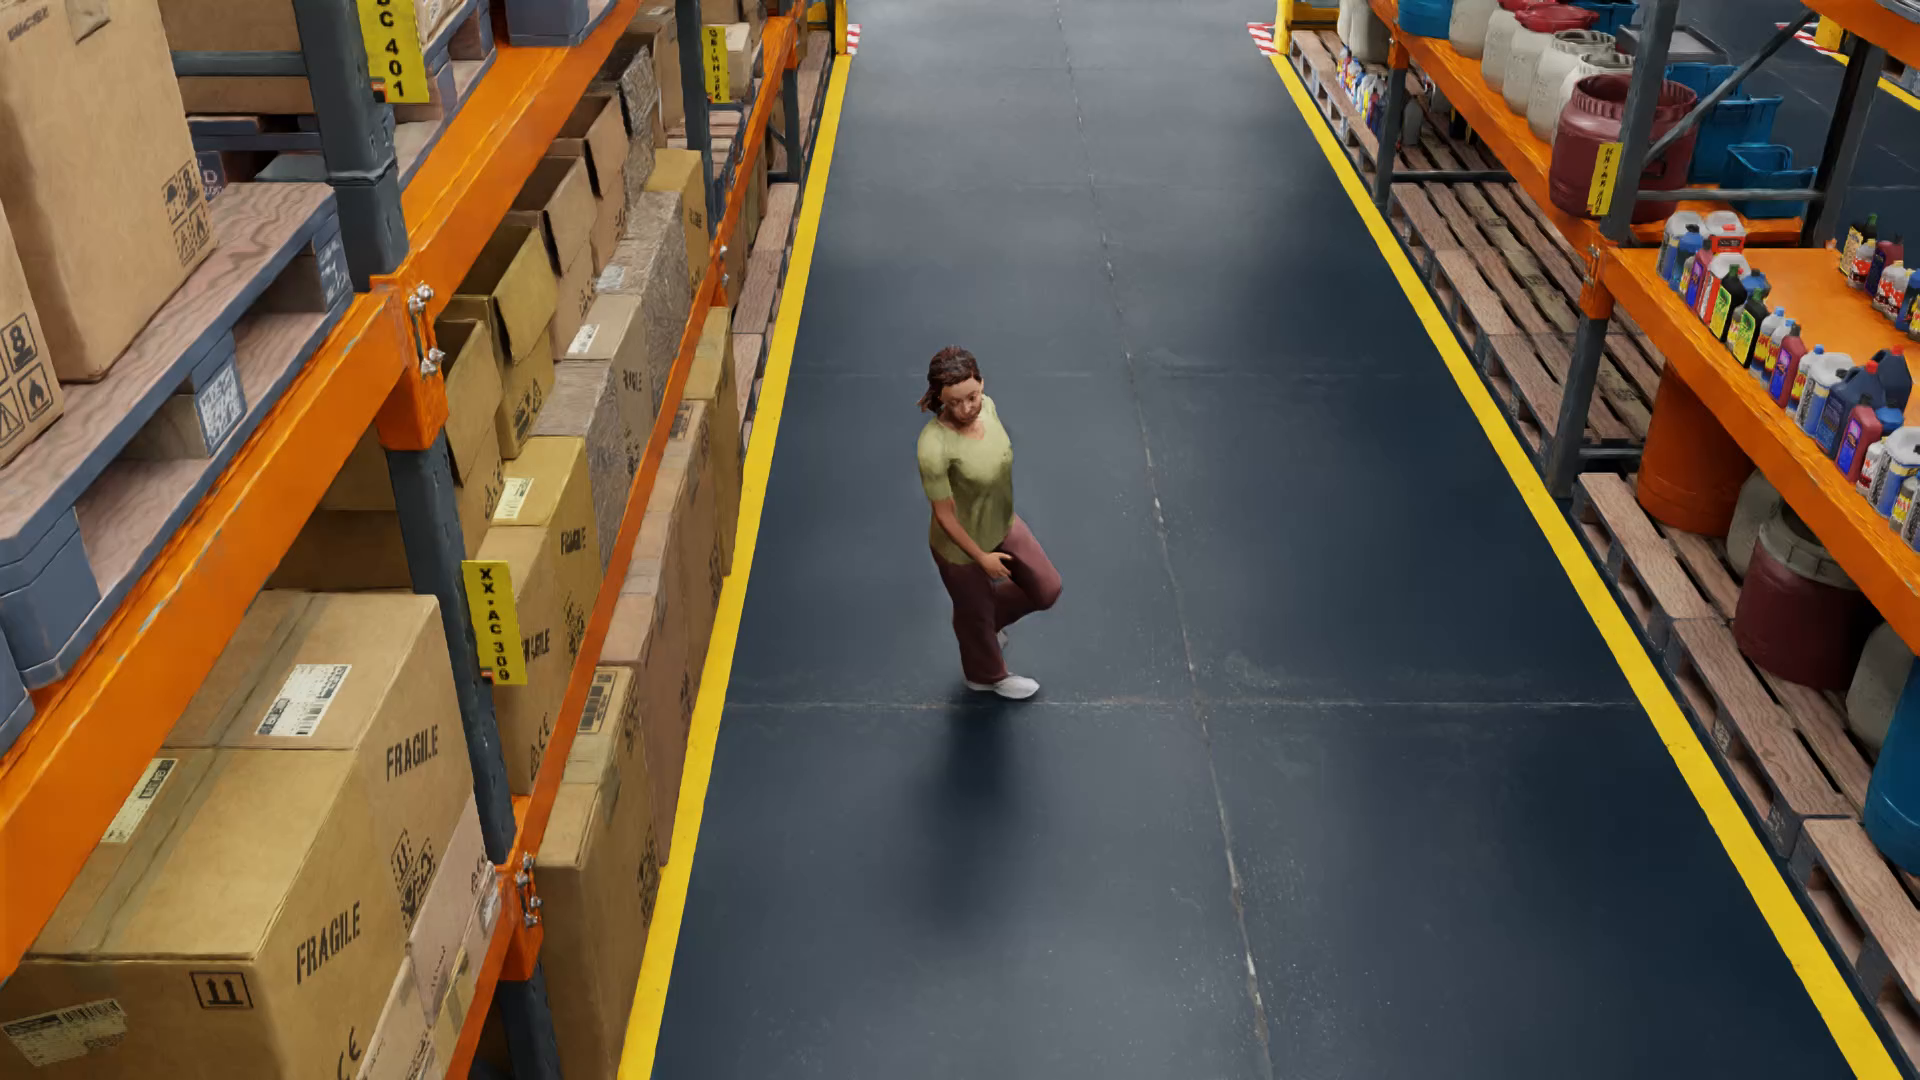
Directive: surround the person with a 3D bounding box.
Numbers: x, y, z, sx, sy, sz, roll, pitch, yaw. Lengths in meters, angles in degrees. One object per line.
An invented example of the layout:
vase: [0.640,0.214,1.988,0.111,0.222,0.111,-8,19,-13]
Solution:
person: [0.091,-0.031,6.185,0.494,1.634,0.652,19,36,27]
